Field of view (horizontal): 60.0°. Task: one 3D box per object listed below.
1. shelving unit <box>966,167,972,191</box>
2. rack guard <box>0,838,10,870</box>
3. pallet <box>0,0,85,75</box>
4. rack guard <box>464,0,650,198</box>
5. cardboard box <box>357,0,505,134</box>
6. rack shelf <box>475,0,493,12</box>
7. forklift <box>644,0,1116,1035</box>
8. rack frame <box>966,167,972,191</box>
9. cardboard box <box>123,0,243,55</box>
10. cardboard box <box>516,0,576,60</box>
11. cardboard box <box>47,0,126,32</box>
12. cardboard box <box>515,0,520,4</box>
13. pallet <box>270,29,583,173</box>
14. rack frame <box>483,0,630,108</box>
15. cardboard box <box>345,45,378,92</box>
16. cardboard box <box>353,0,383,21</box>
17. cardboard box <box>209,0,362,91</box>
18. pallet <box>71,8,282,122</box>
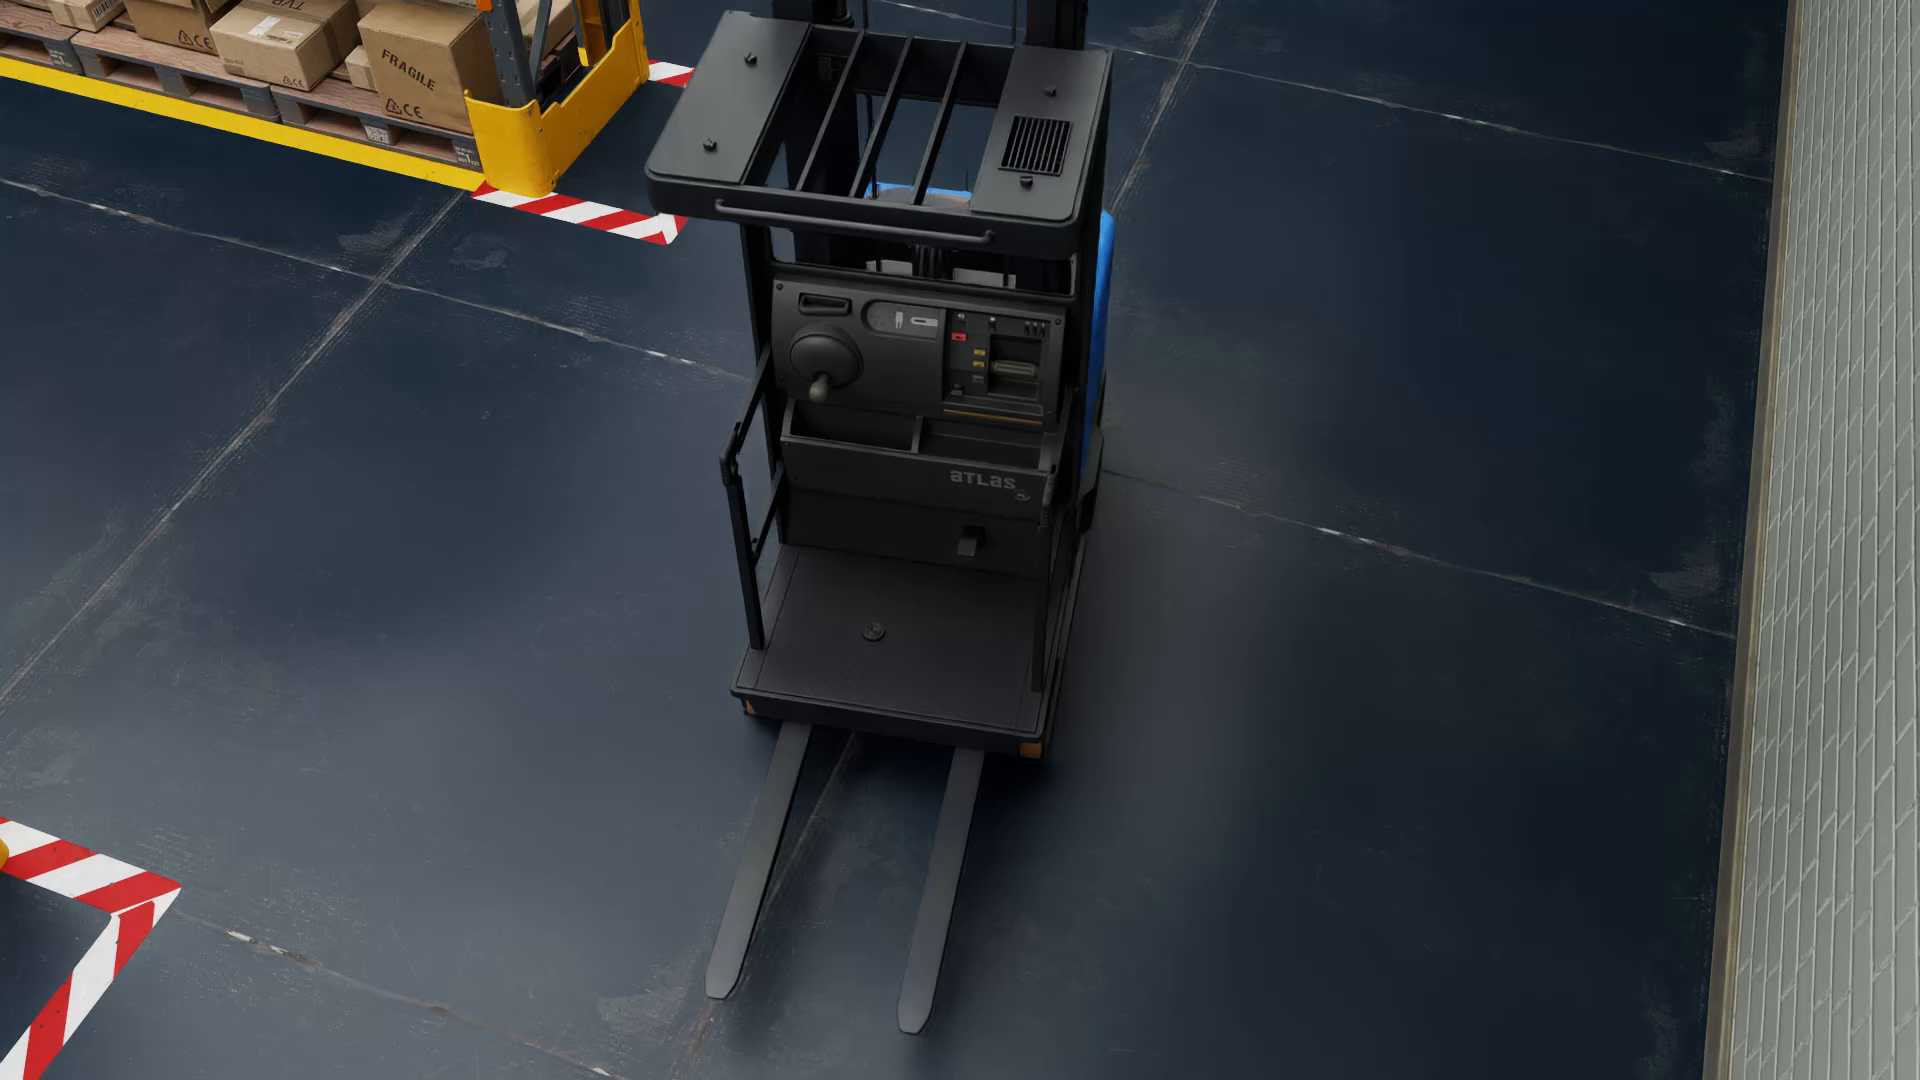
[{"bbox_3d":[-0.043,-1.108,6.980,0.210,0.900,0.258,-10,50,-9],"label":"shelving unit"},{"bbox_3d":[-3.593,1.263,5.191,0.348,0.500,1.175,16,51,13],"label":"rack guard"},{"bbox_3d":[-5.008,-3.016,9.091,1.213,0.211,1.003,16,51,13],"label":"pallet"},{"bbox_3d":[-1.971,-2.264,8.248,0.348,0.500,1.175,16,51,13],"label":"rack guard"},{"bbox_3d":[-2.495,-2.356,8.036,0.500,0.500,0.500,16,51,13],"label":"cardboard box"},{"bbox_3d":[-3.776,-3.351,8.012,4.000,0.370,1.077,16,51,13],"label":"rack shelf"},{"bbox_3d":[-0.174,-0.490,5.101,1.130,2.935,3.031,8,50,7],"label":"forklift"},{"bbox_3d":[0.056,-1.126,6.996,0.006,0.900,0.240,-10,50,-9],"label":"rack frame"},{"bbox_3d":[-3.888,-2.948,8.548,0.637,0.503,0.797,16,51,13],"label":"cardboard box"},{"bbox_3d":[-2.174,-2.626,8.503,0.250,0.149,0.380,16,51,13],"label":"cardboard box"},{"bbox_3d":[-4.519,-2.844,8.680,0.250,0.166,0.380,16,51,13],"label":"cardboard box"},{"bbox_3d":[-2.408,-2.698,8.553,0.250,0.166,0.380,16,51,13],"label":"cardboard box"},{"bbox_3d":[-2.720,-2.377,8.538,1.213,0.211,1.003,16,51,13],"label":"pallet"},{"bbox_3d":[-1.900,-3.063,7.286,0.127,3.000,1.000,16,51,13],"label":"rack frame"},{"bbox_3d":[-2.844,-2.416,8.310,0.250,0.166,0.380,16,51,13],"label":"cardboard box"},{"bbox_3d":[-2.781,-2.781,8.570,0.500,0.250,0.500,16,51,13],"label":"cardboard box"},{"bbox_3d":[-3.376,-2.544,8.365,0.500,0.250,0.500,16,51,13],"label":"cardboard box"},{"bbox_3d":[-3.860,-2.698,8.815,1.213,0.211,1.003,16,51,13],"label":"pallet"}]
